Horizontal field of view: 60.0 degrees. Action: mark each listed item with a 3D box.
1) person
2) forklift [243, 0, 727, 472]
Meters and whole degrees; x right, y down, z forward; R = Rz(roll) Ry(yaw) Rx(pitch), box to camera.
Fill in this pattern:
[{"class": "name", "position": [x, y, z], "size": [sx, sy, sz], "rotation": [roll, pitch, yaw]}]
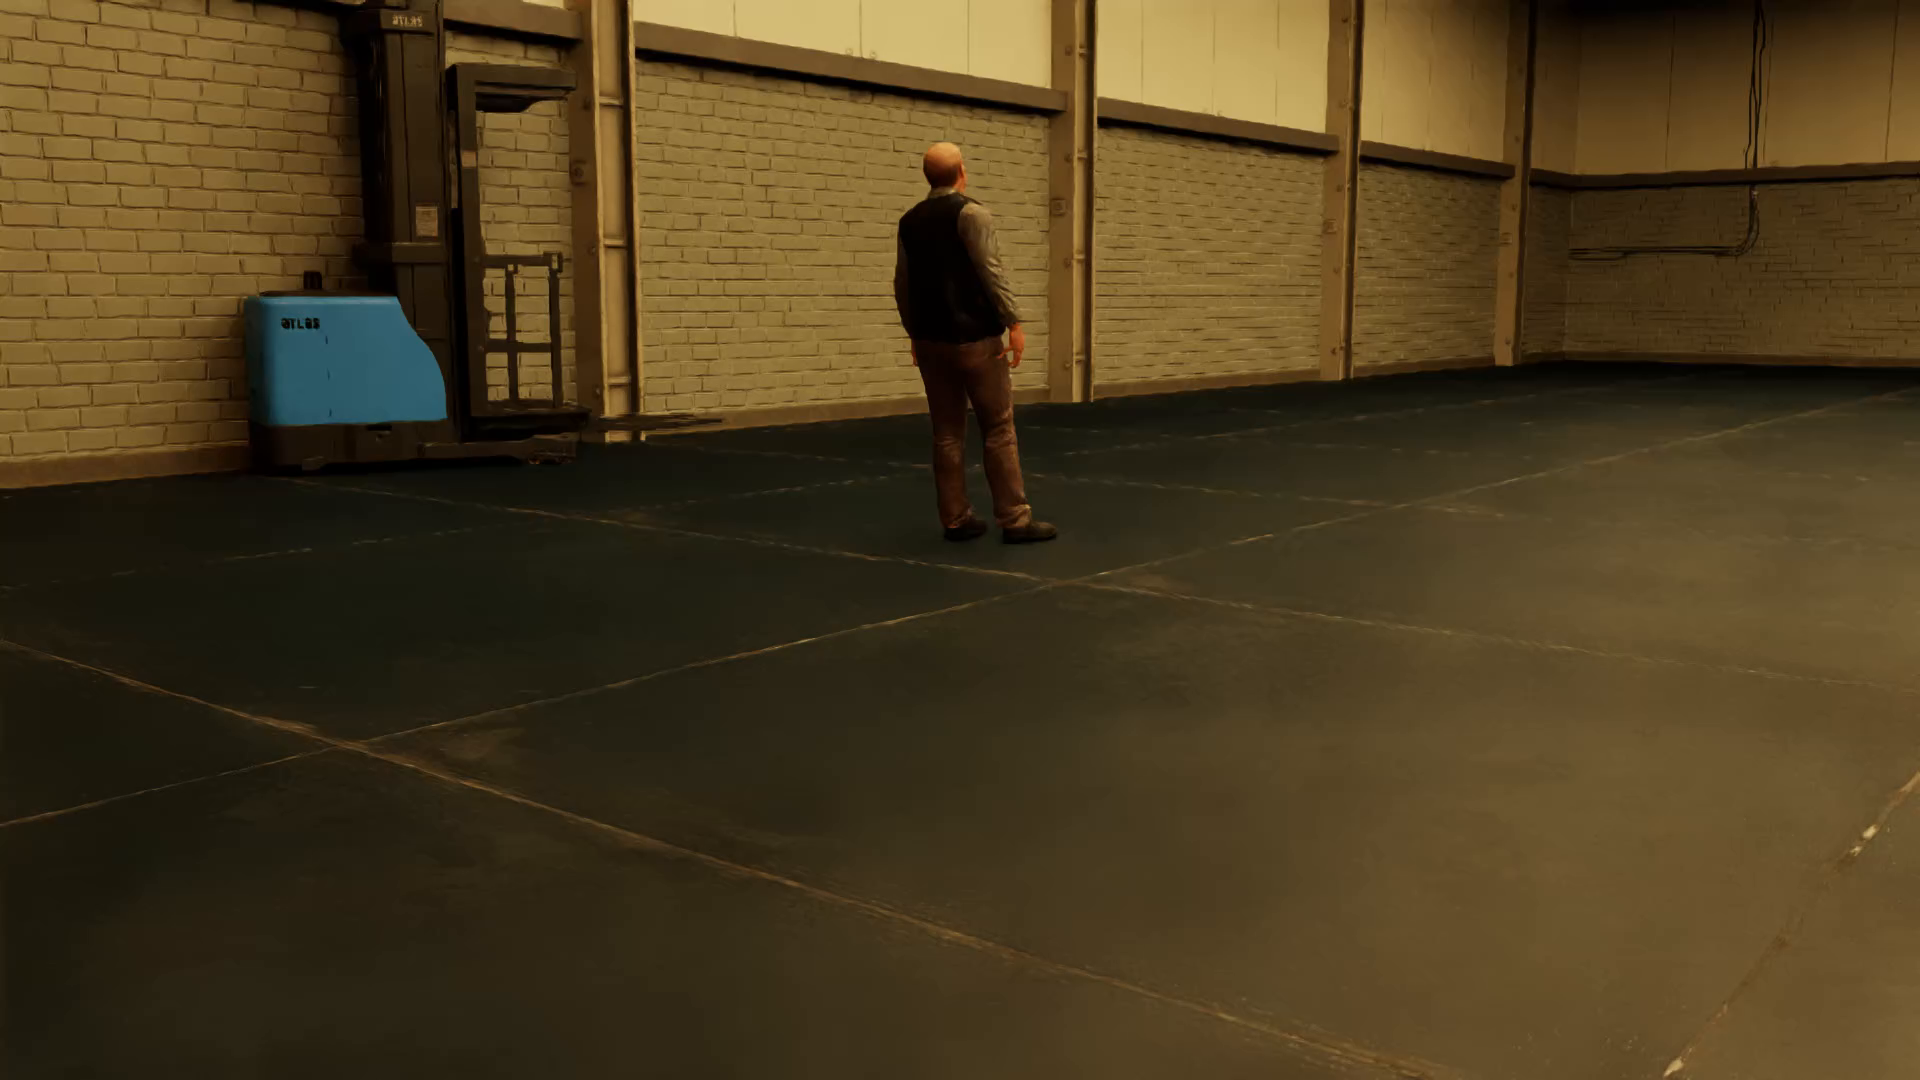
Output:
[{"class": "person", "position": [0.050, -0.866, 7.329], "size": [0.632, 1.720, 0.551], "rotation": [7, 11, 38]}, {"class": "forklift", "position": [-3.092, -1.996, 10.922], "size": [3.031, 2.935, 1.130], "rotation": [-5, 10, -31]}]
